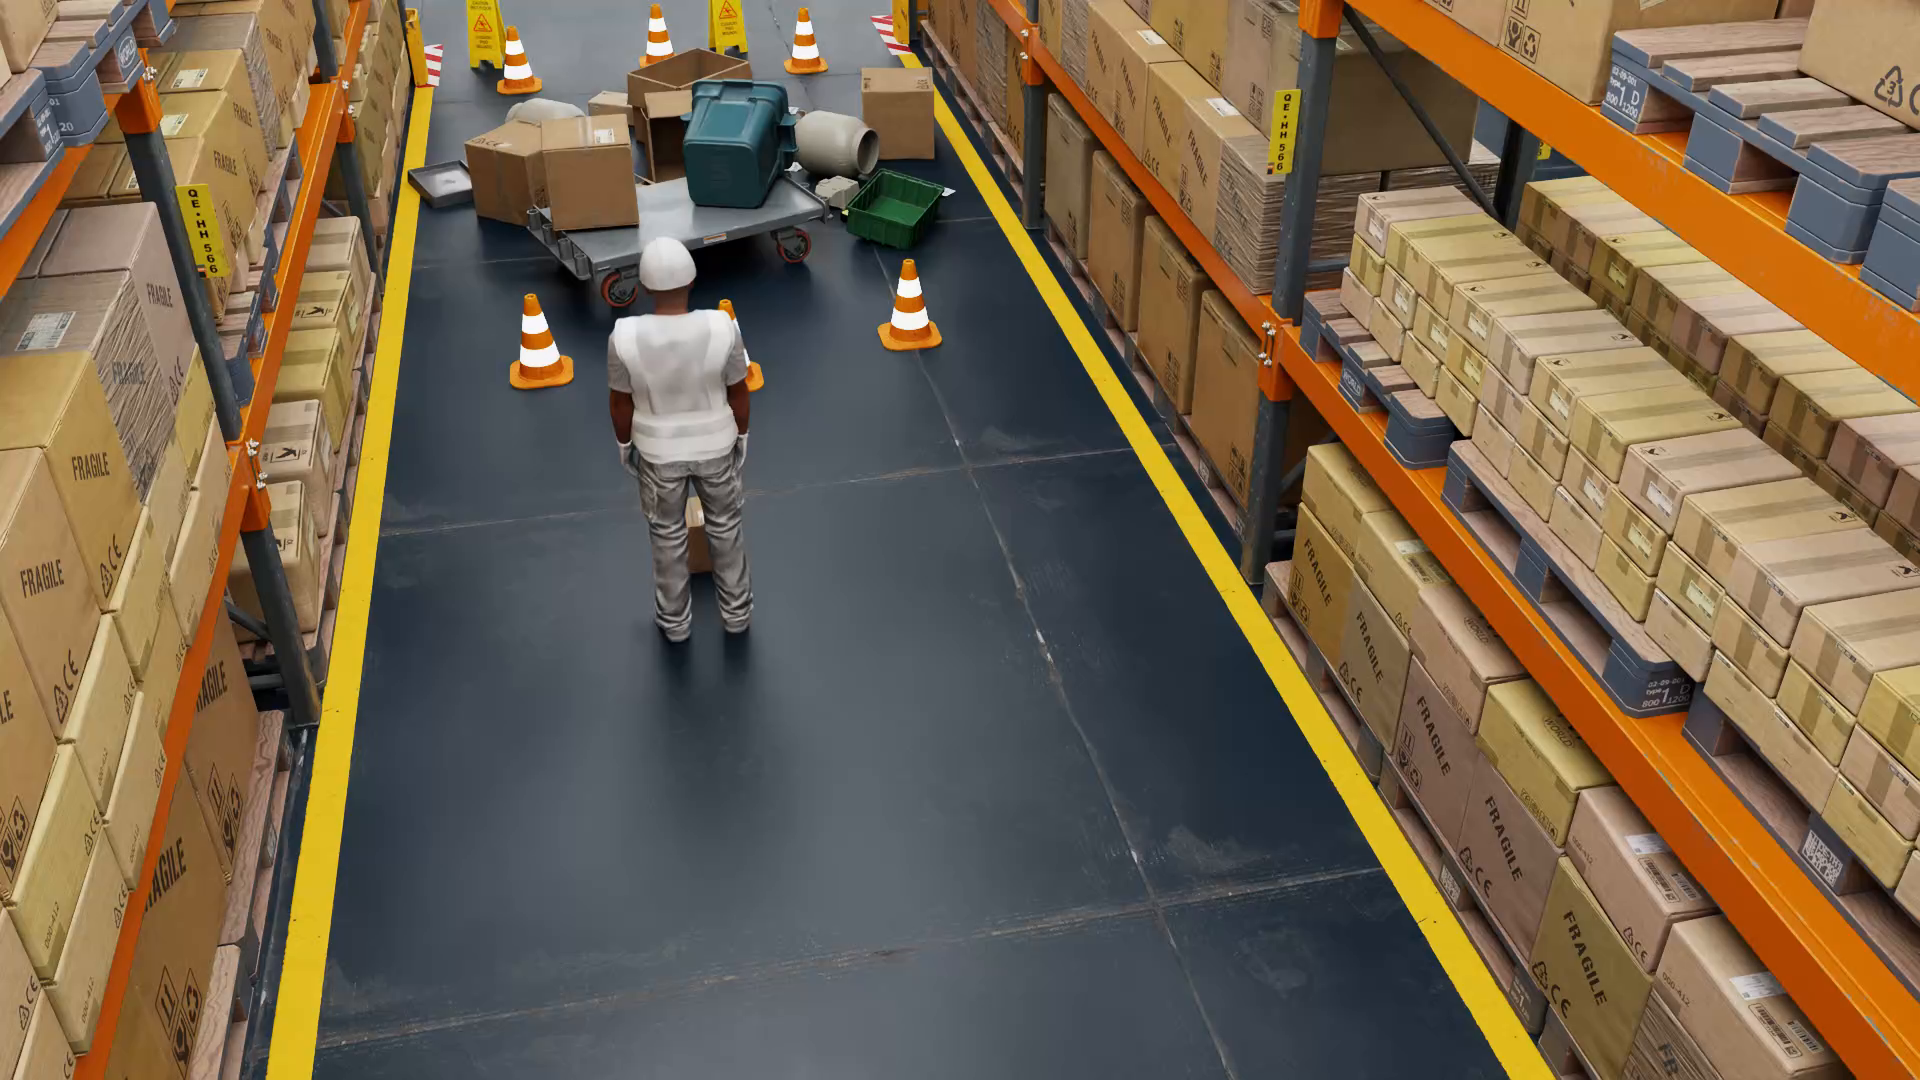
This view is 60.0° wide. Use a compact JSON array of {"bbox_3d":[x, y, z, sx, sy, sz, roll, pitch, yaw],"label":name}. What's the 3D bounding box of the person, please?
[{"bbox_3d":[-1.110,-0.386,6.697,0.549,1.787,0.361,-6,35,-9],"label":"person"}]
